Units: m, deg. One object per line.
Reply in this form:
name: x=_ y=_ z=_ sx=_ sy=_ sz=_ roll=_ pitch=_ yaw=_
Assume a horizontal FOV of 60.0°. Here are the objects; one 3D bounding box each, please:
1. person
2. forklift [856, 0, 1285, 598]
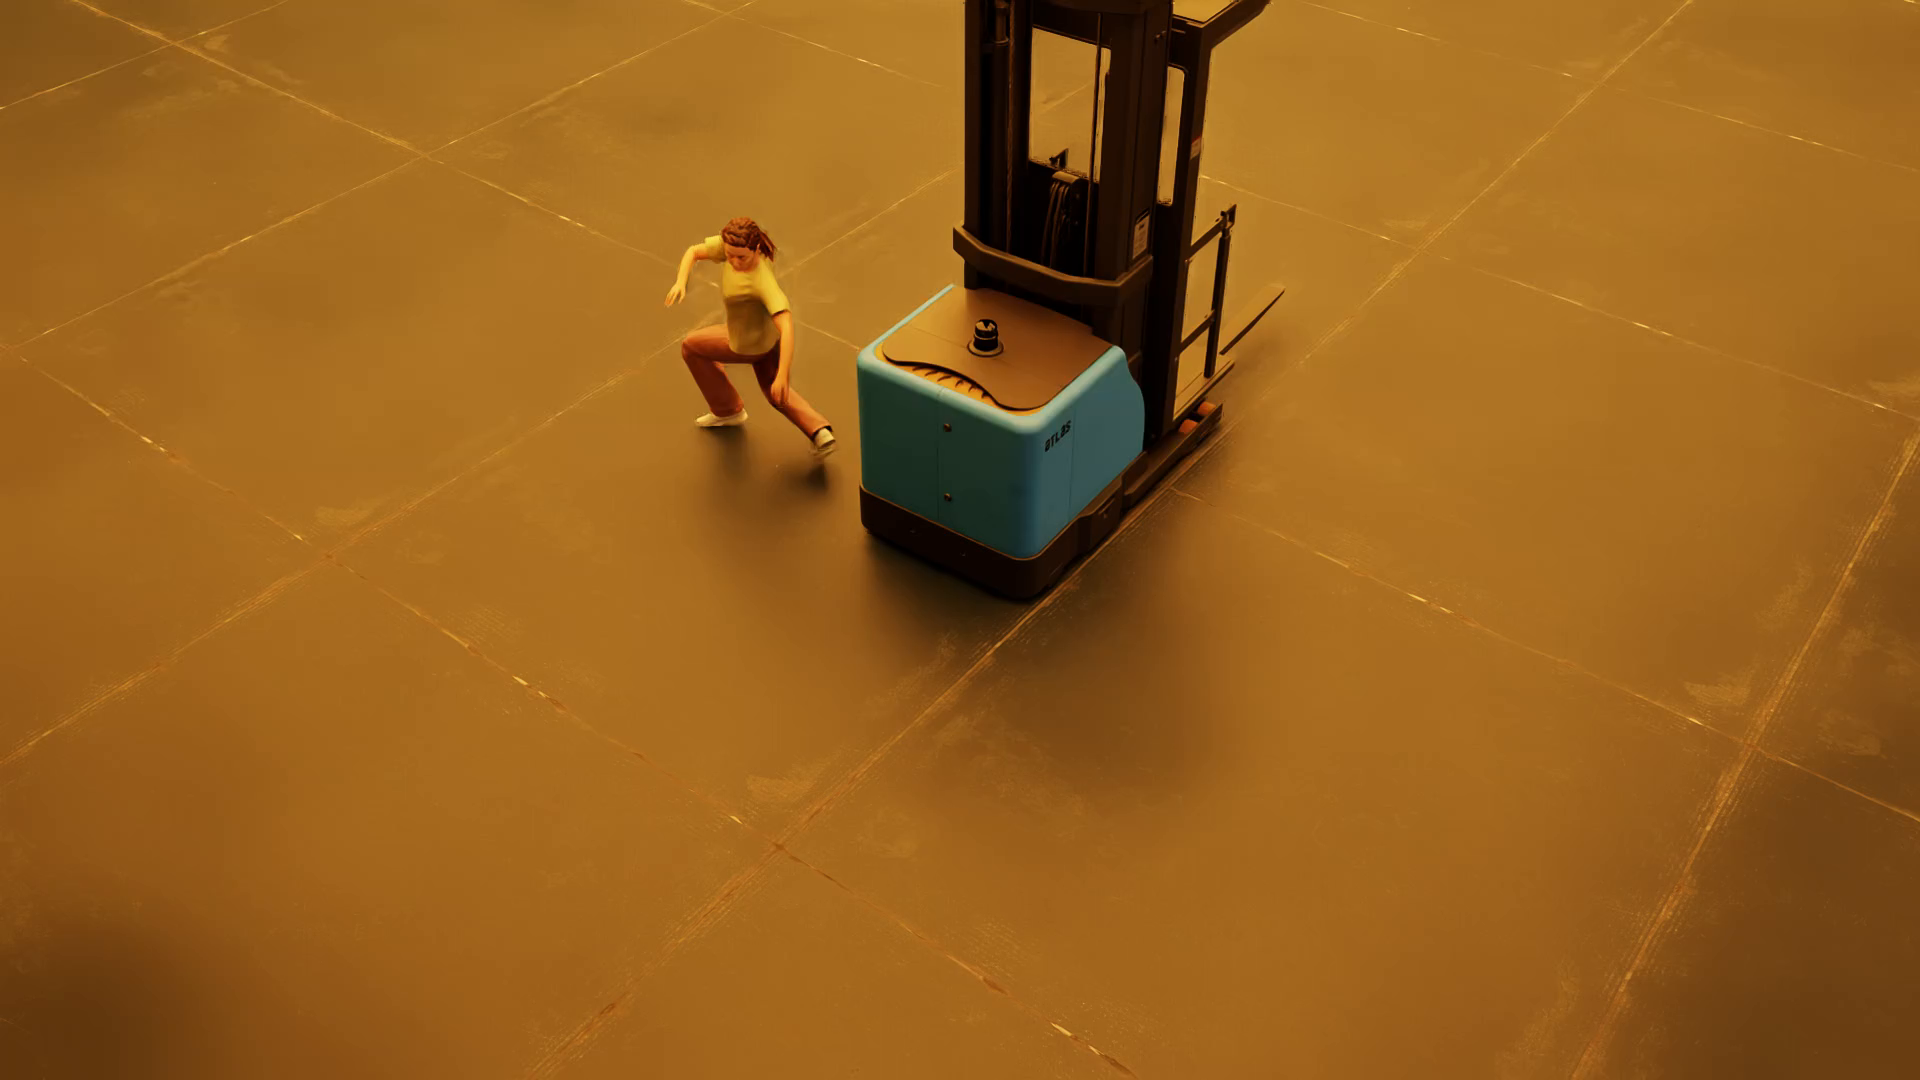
person: x=-1.073 y=-0.998 z=8.462 sx=0.943 sy=1.448 sz=0.652 roll=14 pitch=42 yaw=16
forklift: x=0.762 y=-1.757 z=8.134 sx=1.130 sy=2.935 sz=3.031 roll=25 pitch=46 yaw=26
